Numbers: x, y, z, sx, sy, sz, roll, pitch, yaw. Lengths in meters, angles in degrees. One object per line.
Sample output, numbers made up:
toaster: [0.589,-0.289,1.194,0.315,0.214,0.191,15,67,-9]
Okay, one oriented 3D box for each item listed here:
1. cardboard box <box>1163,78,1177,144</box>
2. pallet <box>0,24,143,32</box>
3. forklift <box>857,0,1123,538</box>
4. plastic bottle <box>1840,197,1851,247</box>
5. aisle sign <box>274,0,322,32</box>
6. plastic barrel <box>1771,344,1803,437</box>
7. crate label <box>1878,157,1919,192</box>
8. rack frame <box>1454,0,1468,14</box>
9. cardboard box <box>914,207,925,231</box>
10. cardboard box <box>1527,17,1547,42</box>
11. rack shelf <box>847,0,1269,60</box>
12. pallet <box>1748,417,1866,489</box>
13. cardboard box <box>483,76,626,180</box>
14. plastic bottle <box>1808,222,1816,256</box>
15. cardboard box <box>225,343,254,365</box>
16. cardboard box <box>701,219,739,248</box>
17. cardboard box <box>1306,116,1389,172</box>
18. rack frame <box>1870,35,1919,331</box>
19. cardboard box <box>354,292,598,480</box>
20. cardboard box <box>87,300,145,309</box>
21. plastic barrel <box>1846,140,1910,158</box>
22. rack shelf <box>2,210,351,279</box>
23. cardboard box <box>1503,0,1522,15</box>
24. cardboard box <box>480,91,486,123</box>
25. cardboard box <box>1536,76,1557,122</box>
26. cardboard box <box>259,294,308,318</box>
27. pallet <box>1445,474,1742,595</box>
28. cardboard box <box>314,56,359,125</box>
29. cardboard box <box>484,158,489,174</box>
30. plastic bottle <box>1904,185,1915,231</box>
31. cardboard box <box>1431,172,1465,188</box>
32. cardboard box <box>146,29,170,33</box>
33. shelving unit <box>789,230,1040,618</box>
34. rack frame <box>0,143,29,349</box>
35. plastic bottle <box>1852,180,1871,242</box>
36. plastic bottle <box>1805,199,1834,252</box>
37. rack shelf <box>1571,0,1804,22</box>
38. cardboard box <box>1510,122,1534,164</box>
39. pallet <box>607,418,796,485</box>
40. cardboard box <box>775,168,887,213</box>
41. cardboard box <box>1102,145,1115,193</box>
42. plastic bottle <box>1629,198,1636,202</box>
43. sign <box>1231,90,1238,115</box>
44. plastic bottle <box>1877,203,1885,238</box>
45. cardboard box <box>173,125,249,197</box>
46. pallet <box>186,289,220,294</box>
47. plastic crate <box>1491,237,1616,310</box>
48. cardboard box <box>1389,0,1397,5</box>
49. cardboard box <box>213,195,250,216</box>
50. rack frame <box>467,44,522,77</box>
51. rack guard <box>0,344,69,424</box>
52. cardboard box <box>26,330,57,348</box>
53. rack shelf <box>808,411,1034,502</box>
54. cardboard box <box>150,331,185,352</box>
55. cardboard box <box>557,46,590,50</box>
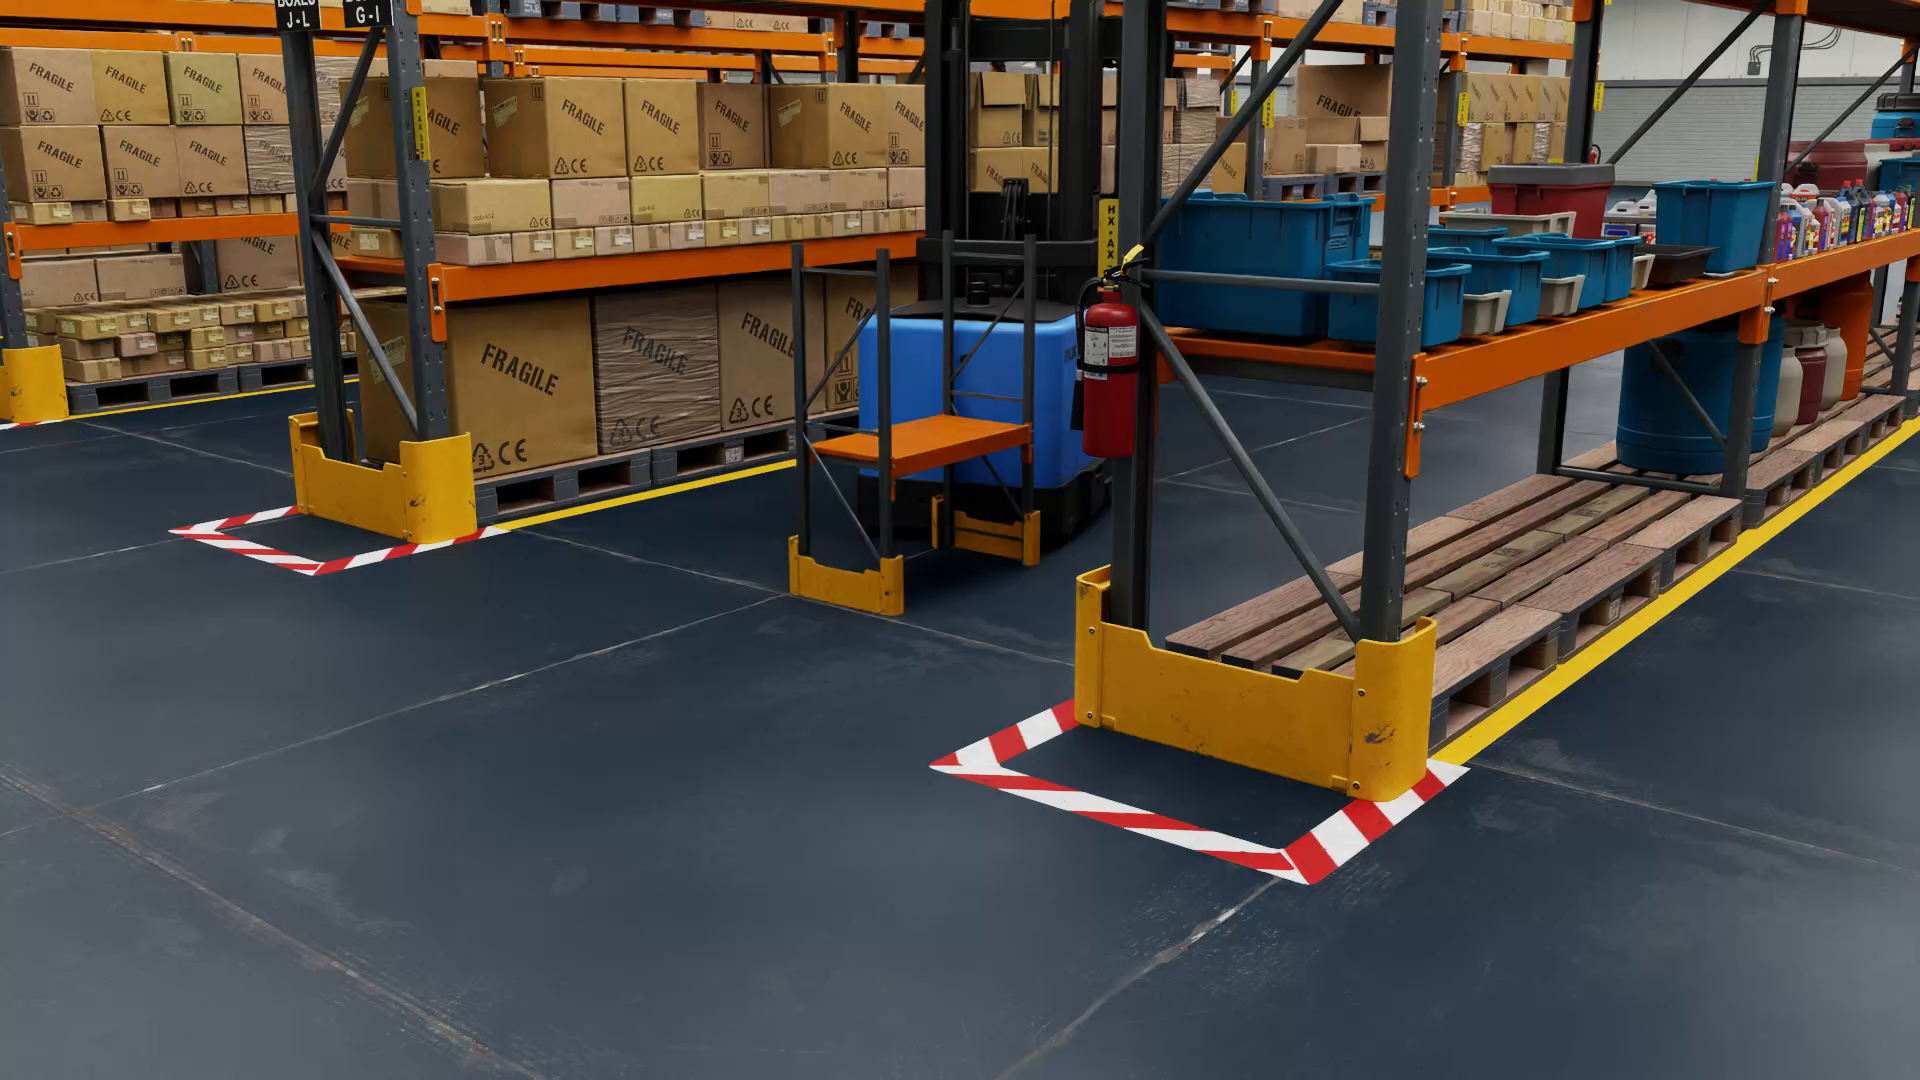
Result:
cardboard box: [1.225,-3.358,13.007,0.797,0.503,0.637,12,18,39]
pallet: [-8.636,-5.108,16.226,1.003,0.211,1.213,11,18,38]
forklift: [0.437,-1.747,9.048,1.130,2.935,3.031,5,15,18]
plastic bottle: [4.917,-1.778,9.291,0.097,0.271,0.097,0,14,0]
aisle sign: [-3.198,-2.845,7.951,0.394,0.787,0.004,11,18,38]
plastic barrel: [4.671,-0.882,9.701,0.421,0.512,0.421,0,14,0]
crate label: [6.796,-2.484,11.737,0.502,0.435,0.616,11,18,38]
rack frame: [4.623,-6.758,16.451,1.000,3.000,0.127,11,18,38]
cardboard box: [-0.342,-2.088,10.760,0.380,0.149,0.250,11,18,38]
cardboard box: [6.079,-5.576,18.194,0.500,0.250,0.500,11,18,37]
rack shelf: [0.851,-3.807,12.385,1.077,0.370,4.000,11,18,38]
pallet: [4.731,-0.577,9.965,1.003,0.211,1.213,11,18,38]
cardboard box: [-2.094,-2.134,8.607,0.500,0.500,0.500,11,18,36]
plastic bottle: [4.419,-1.592,8.703,0.097,0.201,0.097,0,14,0]
cardboard box: [-5.552,-1.419,12.555,0.380,0.149,0.250,11,18,38]
cardboard box: [-1.474,-1.743,9.401,0.380,0.149,0.250,11,18,36]
cardboard box: [3.605,-3.758,15.762,0.797,0.503,0.637,14,20,43]
rack frame: [8.475,-3.084,14.172,1.000,3.000,0.127,11,18,38]
cardboard box: [-2.580,-0.861,8.884,0.875,0.875,0.875,11,18,38]
cardboard box: [-6.312,-1.699,12.447,0.380,0.149,0.250,11,18,36]
plastic barrel: [6.970,-2.778,12.689,0.433,0.535,0.433,0,14,0]
rack shelf: [-5.457,-2.374,12.837,1.077,0.370,4.000,11,18,38]
cardboard box: [5.724,-5.641,17.639,0.380,0.149,0.250,11,18,37]
cardboard box: [-5.721,-5.012,19.526,0.500,0.500,0.500,11,18,36]
cardboard box: [6.357,-4.959,18.712,0.500,0.500,0.500,11,18,38]
cardboard box: [-5.225,-1.816,12.907,0.380,0.149,0.250,11,18,38]
pallet: [3.015,-0.054,7.907,1.003,0.211,1.213,11,18,38]
cardboard box: [-4.938,-3.455,12.795,0.500,0.500,0.500,12,18,39]
cardboard box: [-4.104,-3.294,14.655,0.380,0.149,0.250,11,18,36]
plastic bottle: [6.038,-2.118,10.606,0.061,0.283,0.133,11,18,38]
cardboard box: [4.992,-3.724,17.199,0.380,0.149,0.250,11,18,38]
cardboard box: [-10.327,-6.613,21.464,0.380,0.149,0.250,12,19,39]
shelving unit: [-0.184,-0.554,7.258,0.587,1.500,1.083,11,18,36]
rack frame: [-6.714,-2.340,11.241,1.000,3.000,0.127,11,18,38]
plastic bottle: [5.188,-1.908,9.642,0.144,0.351,0.185,11,18,38]
plastic bottle: [4.616,-1.699,8.971,0.152,0.276,0.135,11,18,38]
rack shelf: [2.190,-2.274,6.353,1.077,0.370,4.000,11,18,38]
cardboard box: [5.877,-4.411,18.587,0.875,0.500,0.500,11,18,38]
pallet: [-1.711,-0.599,10.052,1.003,0.211,1.213,11,18,38]
cardboard box: [-0.802,-2.166,10.256,0.500,0.250,0.500,12,19,39]
cardboard box: [1.029,-2.709,12.490,0.500,0.500,0.500,12,18,39]
plastic bottle: [3.553,-1.673,8.852,0.061,0.283,0.133,11,18,38]
sign: [3.755,-5.993,22.790,0.100,0.325,0.005,11,18,38]
plastic bottle: [5.501,-1.922,10.000,0.097,0.201,0.097,0,14,0]
cardboard box: [-5.583,-2.774,12.142,0.500,0.500,0.500,12,18,38]
pallet: [-7.687,-2.660,18.166,1.003,0.211,1.213,11,18,38]
plastic crate: [2.172,-0.983,6.117,0.416,0.233,0.300,11,18,38]
cardboard box: [4.109,-5.248,16.015,0.396,0.266,0.258,12,19,40]
cardboard box: [-5.494,-2.489,12.341,0.380,0.149,0.250,11,18,36]
rack frame: [-5.600,-4.618,20.211,1.000,3.000,0.127,11,18,38]
rack guard: [-6.666,-1.143,11.606,1.175,0.500,0.348,11,18,38]
cardboard box: [-6.604,-1.451,12.075,0.380,0.149,0.250,11,18,36]
rack shelf: [-0.179,-0.382,7.309,0.538,0.185,1.000,11,18,36]
cardboard box: [-5.884,-1.471,12.152,0.380,0.149,0.250,12,18,38]
cardboard box: [-4.996,-6.301,20.537,0.700,0.500,0.500,11,18,38]
